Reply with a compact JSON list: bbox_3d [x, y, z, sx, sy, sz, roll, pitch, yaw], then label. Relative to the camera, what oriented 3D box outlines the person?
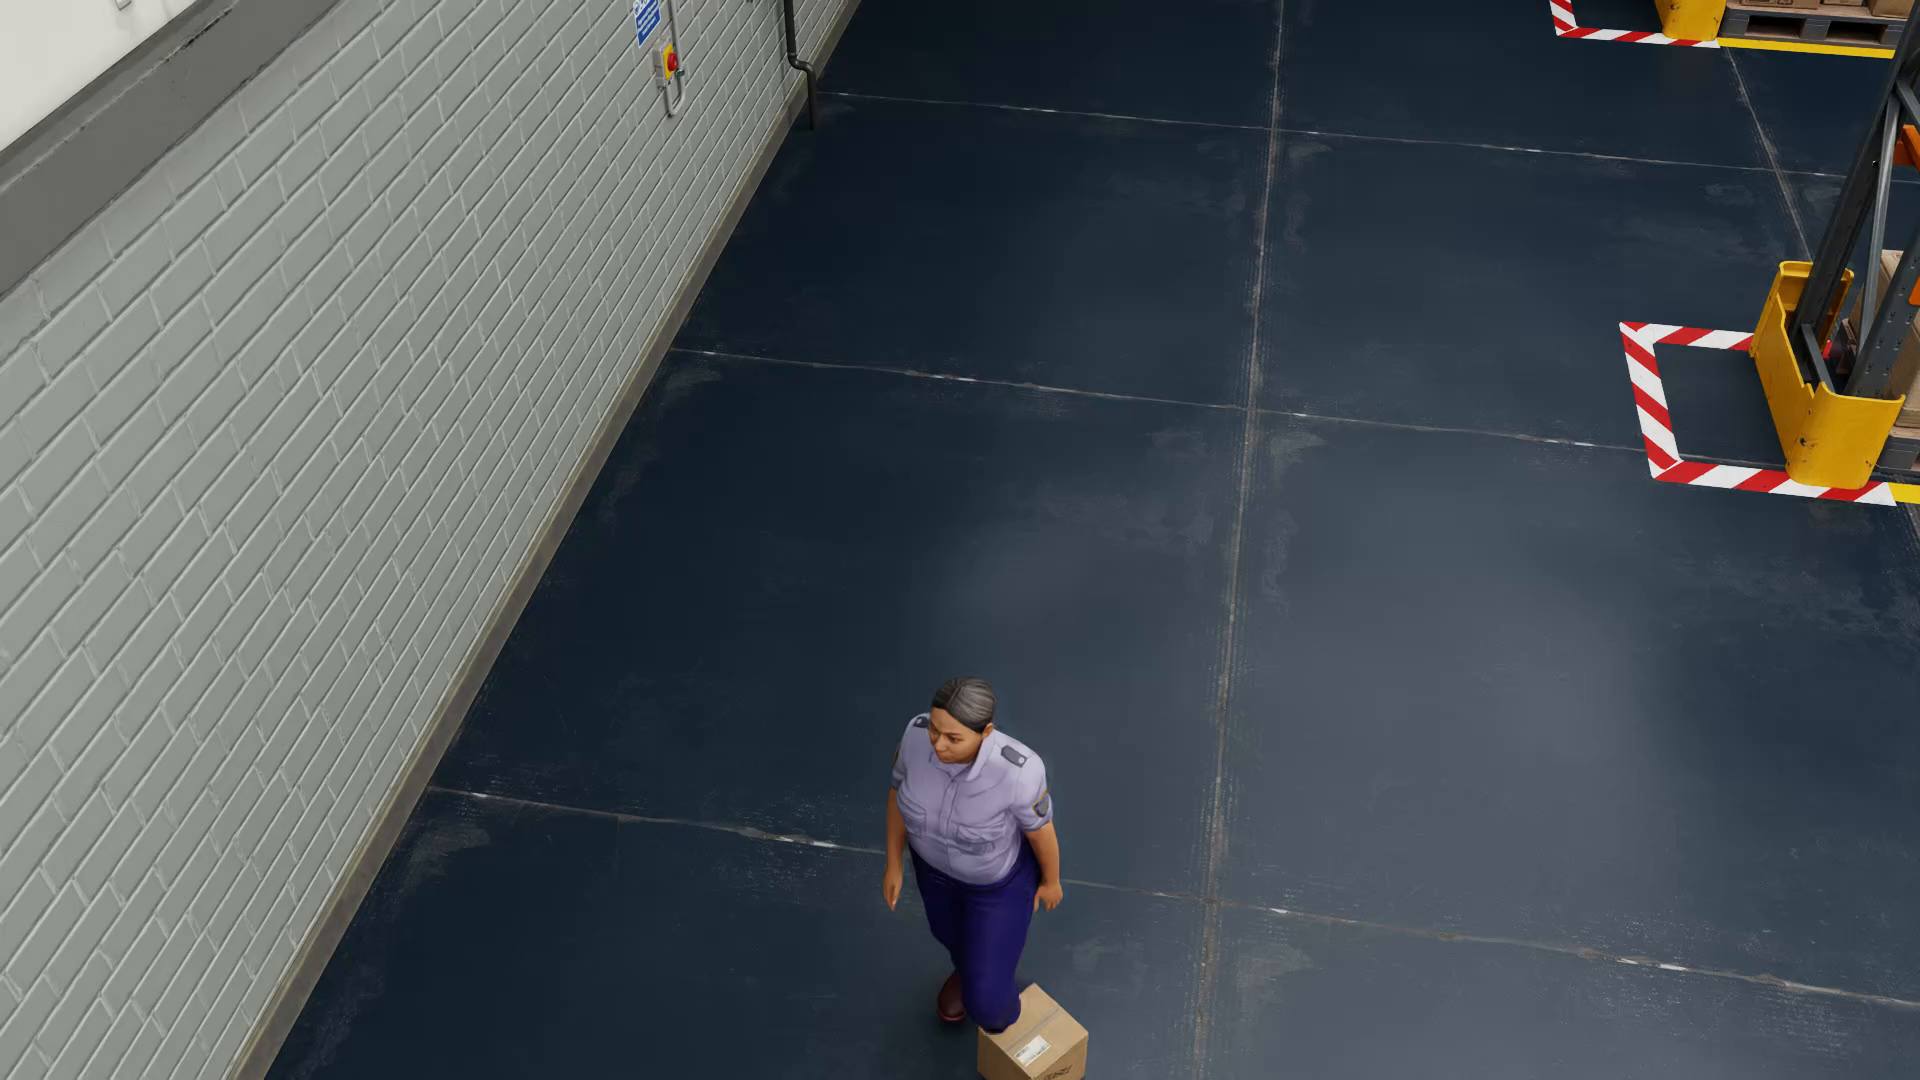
[{"bbox_3d":[0.033,1.008,5.006,0.519,1.684,0.520,22,45,23],"label":"person"}]
